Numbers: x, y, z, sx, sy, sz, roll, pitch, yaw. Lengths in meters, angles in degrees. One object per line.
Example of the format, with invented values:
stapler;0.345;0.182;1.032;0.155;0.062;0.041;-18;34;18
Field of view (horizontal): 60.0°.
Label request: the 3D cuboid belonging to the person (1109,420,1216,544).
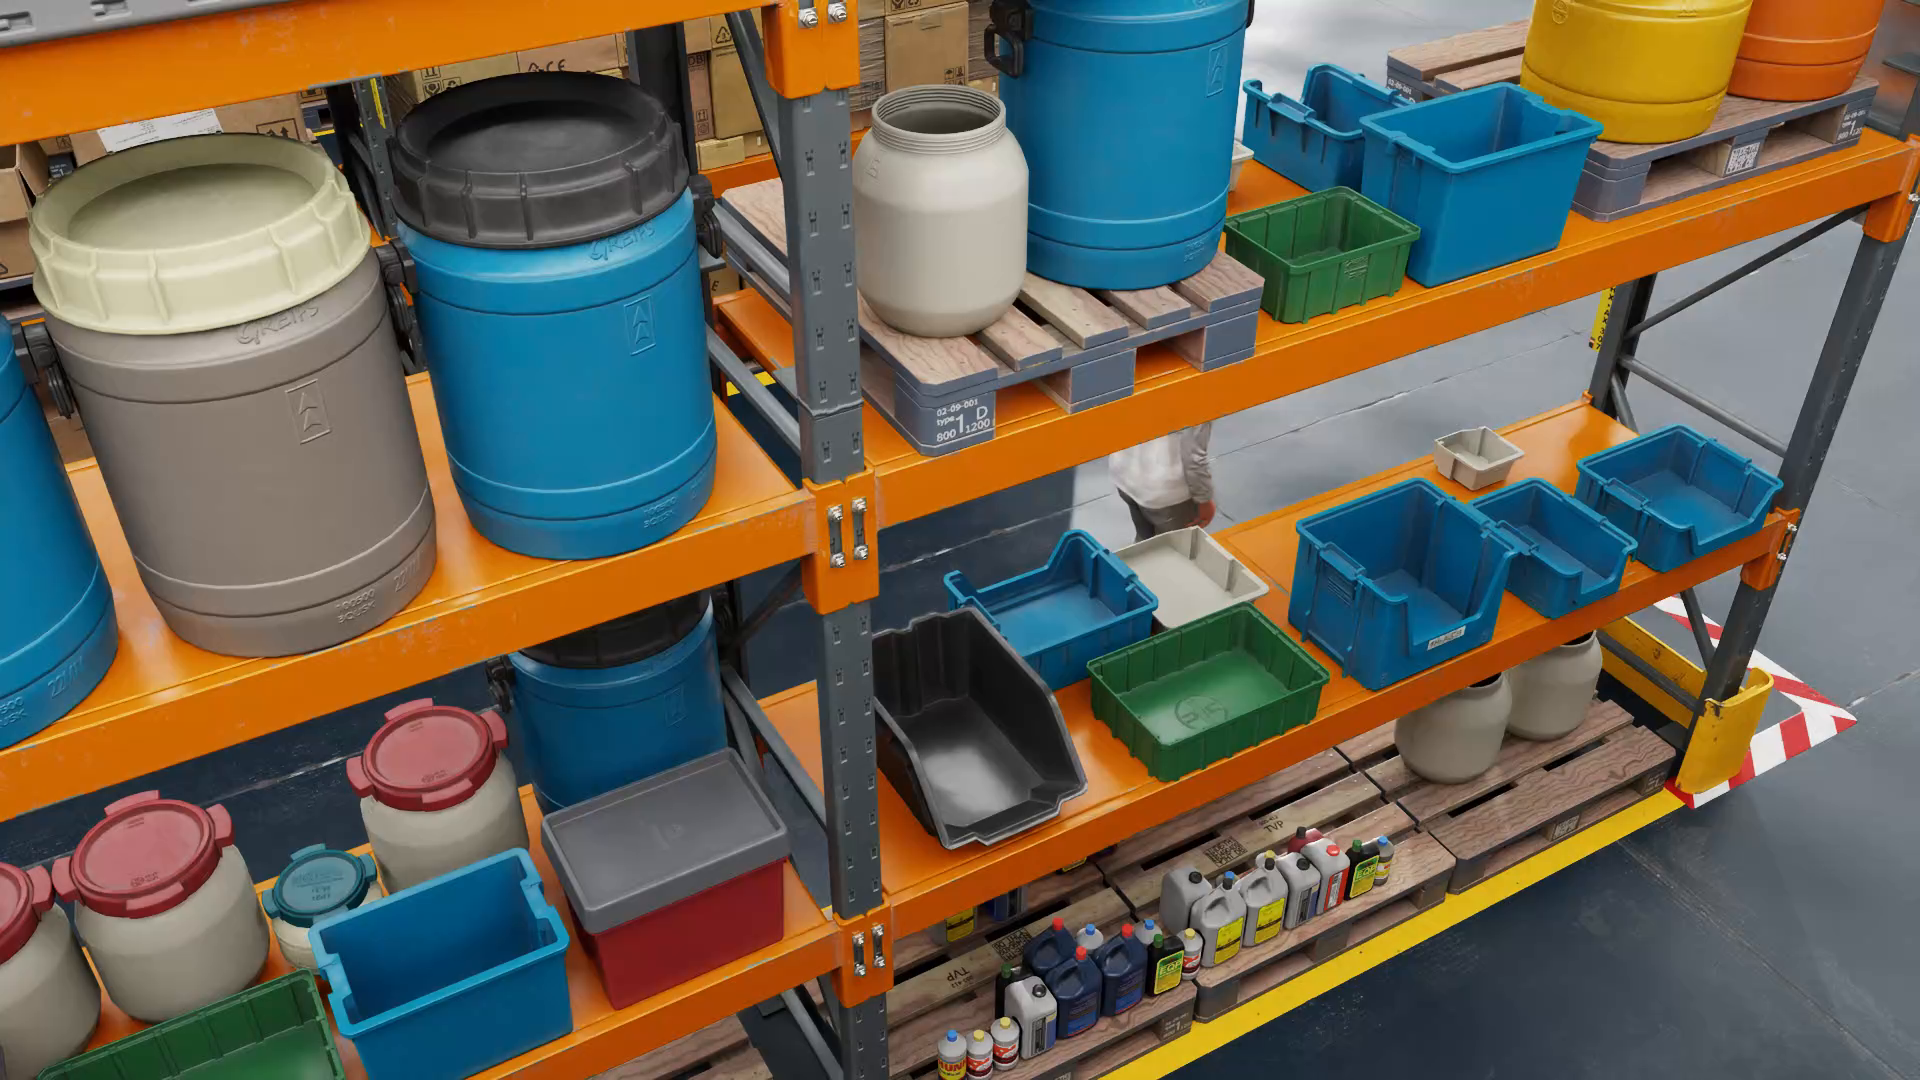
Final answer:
person;0.899;-0.280;7.284;0.472;1.771;0.581;-21;41;-25
